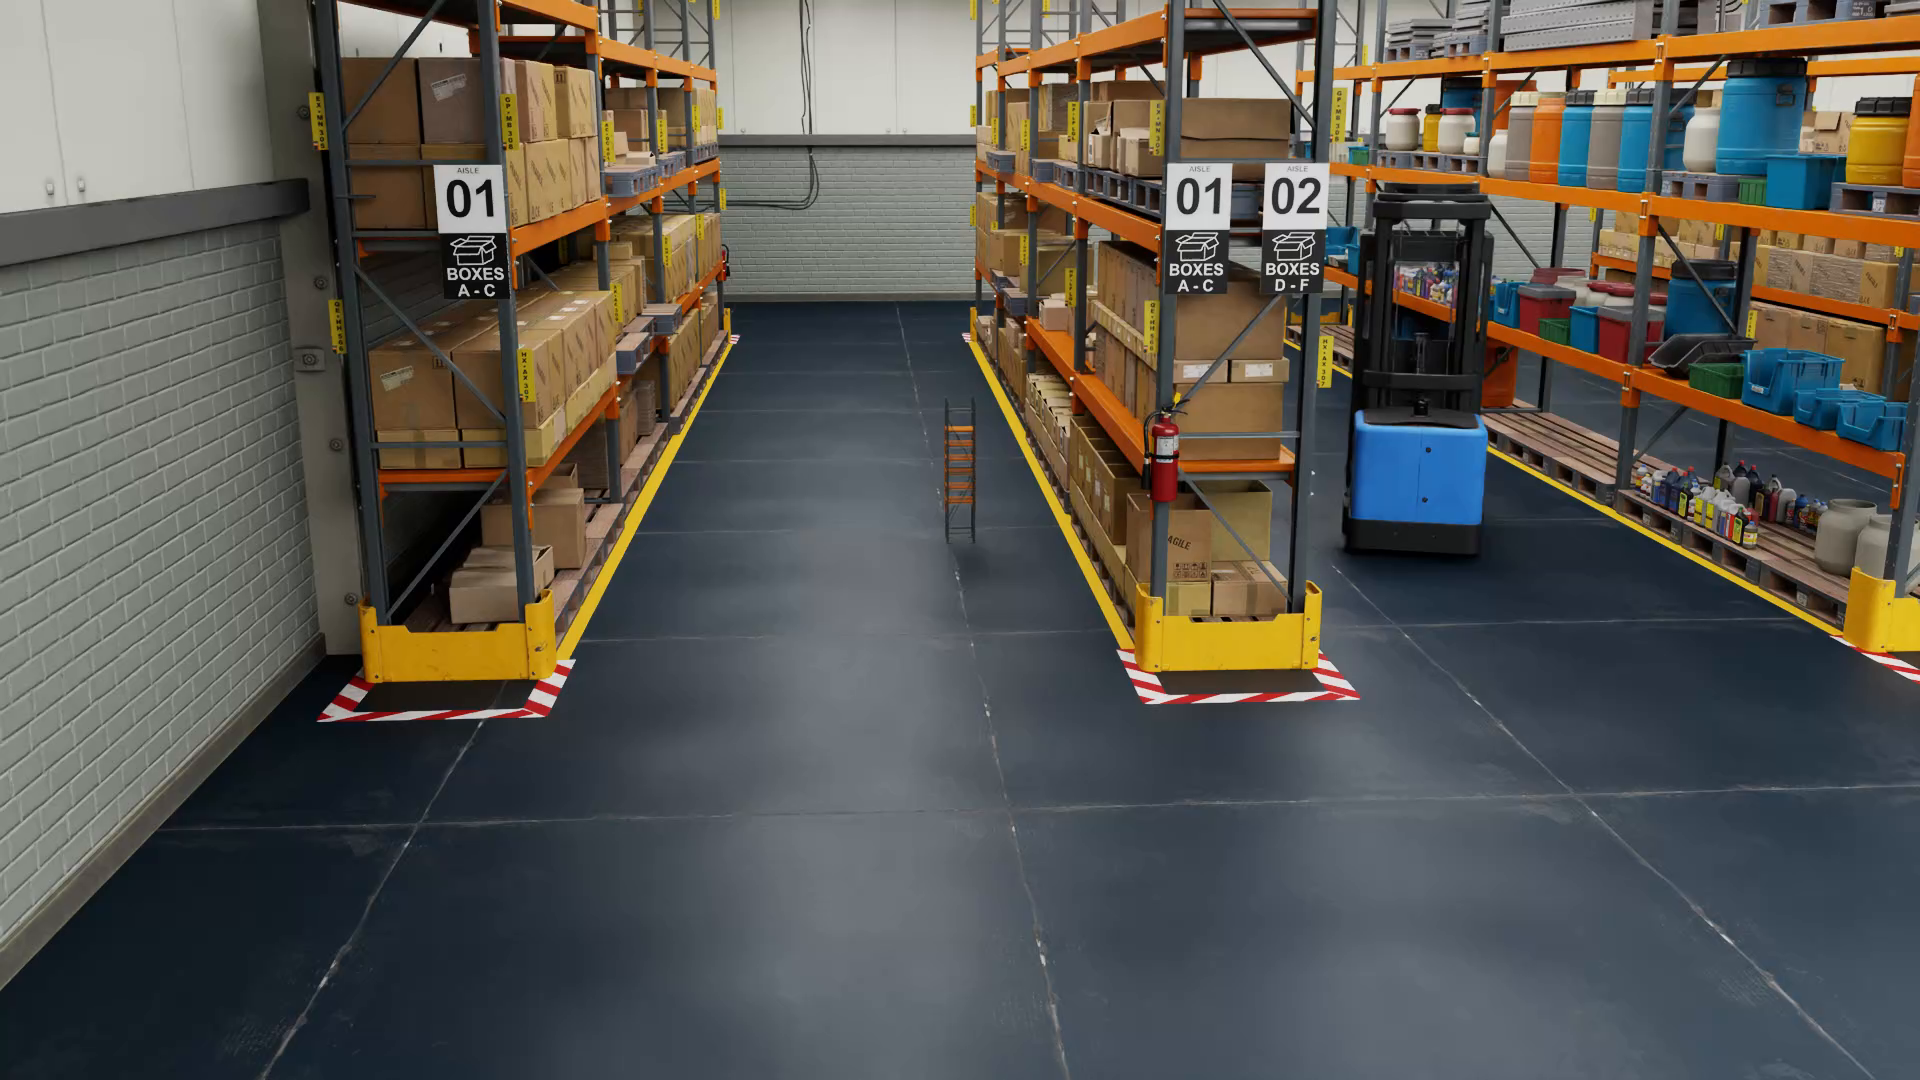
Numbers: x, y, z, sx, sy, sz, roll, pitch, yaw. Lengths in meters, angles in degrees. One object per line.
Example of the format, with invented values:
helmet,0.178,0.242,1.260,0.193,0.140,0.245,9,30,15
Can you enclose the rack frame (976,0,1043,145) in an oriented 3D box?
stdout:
rack frame,0.750,-7.543,25.283,1.000,3.000,0.127,-1,14,-3

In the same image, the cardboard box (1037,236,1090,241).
cardboard box,1.169,-3.456,20.396,0.700,0.500,0.500,-5,15,-18

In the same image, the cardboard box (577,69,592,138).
cardboard box,-3.104,-3.313,12.618,0.500,0.500,0.500,0,14,0

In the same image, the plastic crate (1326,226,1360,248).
plastic crate,5.901,-4.679,26.000,0.616,0.435,0.499,-1,14,-3

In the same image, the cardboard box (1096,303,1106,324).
cardboard box,1.333,-1.884,13.825,0.380,0.149,0.250,-1,14,-3

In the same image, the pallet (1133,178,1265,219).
pallet,1.723,-2.245,10.888,1.003,0.211,1.213,-1,14,-3

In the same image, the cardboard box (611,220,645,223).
cardboard box,-4.102,-3.758,20.268,0.500,0.250,0.500,-1,14,-5

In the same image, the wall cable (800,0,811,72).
wall cable,-1.488,-9.862,30.391,3.097,2.526,0.112,-1,14,-3

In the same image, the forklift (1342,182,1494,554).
forklift,3.974,-1.626,14.463,1.130,2.935,3.031,3,15,12

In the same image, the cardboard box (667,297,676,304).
cardboard box,-3.426,-2.674,18.864,0.380,0.149,0.250,0,14,-2

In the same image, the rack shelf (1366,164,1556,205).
rack shelf,6.066,-4.325,20.241,1.077,0.370,4.000,-1,14,-3

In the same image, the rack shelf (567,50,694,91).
rack shelf,-3.822,-5.431,19.322,1.077,0.370,4.000,-1,14,-3

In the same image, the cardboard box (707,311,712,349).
cardboard box,-3.948,-2.998,23.834,0.700,0.500,0.500,-1,14,-2

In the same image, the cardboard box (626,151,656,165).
cardboard box,-3.384,-3.815,16.952,0.500,0.311,0.500,-1,14,-3

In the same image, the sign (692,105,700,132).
sign,-3.405,-5.432,21.428,0.100,0.325,0.005,-1,14,-3

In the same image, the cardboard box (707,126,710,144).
cardboard box,-3.813,-5.755,23.613,0.500,0.250,0.500,-1,14,-5

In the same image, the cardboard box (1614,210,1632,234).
cardboard box,10.429,-4.976,25.546,0.500,0.500,0.500,-1,14,-5

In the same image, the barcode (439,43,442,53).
barcode,-3.794,-3.596,12.151,0.001,0.075,0.075,-1,14,-3

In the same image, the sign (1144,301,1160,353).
sign,1.199,-1.329,10.372,0.100,0.325,0.005,-1,14,-3

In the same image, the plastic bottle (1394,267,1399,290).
plastic bottle,5.594,-3.343,21.234,0.061,0.283,0.133,-1,14,-3

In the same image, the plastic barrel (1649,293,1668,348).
plastic barrel,6.597,-2.036,15.646,0.433,0.535,0.433,0,14,0

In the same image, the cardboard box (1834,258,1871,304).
cardboard box,10.830,-3.091,19.821,0.500,0.500,0.500,-1,14,-4

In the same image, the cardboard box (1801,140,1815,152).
cardboard box,10.828,-4.957,20.912,0.380,0.149,0.250,-1,15,-6

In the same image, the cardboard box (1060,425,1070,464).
cardboard box,1.182,-0.893,15.026,0.500,0.311,0.500,-1,14,-3

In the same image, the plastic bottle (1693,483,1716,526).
plastic bottle,6.111,-0.299,13.602,0.144,0.351,0.185,-1,14,-4

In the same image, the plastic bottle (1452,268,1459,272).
plastic bottle,6.343,-3.349,21.271,0.152,0.276,0.135,-1,14,-3

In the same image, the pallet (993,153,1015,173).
pallet,1.036,-4.583,20.177,1.213,0.211,1.003,-1,14,-3

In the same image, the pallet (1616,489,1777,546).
pallet,6.438,-0.211,14.421,1.003,0.211,1.213,-1,14,-3

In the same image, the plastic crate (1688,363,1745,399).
plastic crate,6.240,-1.284,13.423,0.450,0.188,0.662,-1,14,-3

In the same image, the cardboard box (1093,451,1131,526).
cardboard box,1.305,-0.395,12.712,0.500,0.500,0.500,-1,14,-3

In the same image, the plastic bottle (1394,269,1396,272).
plastic bottle,5.593,-3.415,21.537,0.097,0.271,0.097,0,14,0

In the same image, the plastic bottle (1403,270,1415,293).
plastic bottle,5.662,-3.249,20.884,0.152,0.276,0.135,-1,14,-3

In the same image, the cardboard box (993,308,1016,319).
cardboard box,0.876,-3.114,24.237,0.797,0.503,0.637,-1,14,-3

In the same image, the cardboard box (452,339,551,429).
cardboard box,-2.932,-1.005,10.667,0.500,0.500,0.500,-1,14,-3

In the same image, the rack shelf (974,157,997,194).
rack shelf,0.874,-5.244,23.814,1.077,0.370,4.000,-1,14,-3

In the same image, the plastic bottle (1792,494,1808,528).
plastic bottle,6.844,-0.242,13.539,0.097,0.271,0.097,0,14,0

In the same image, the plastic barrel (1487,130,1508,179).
plastic barrel,5.903,-4.148,17.885,0.421,0.512,0.421,0,14,0

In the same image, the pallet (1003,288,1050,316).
pallet,1.134,-2.723,18.973,1.213,0.211,1.003,-1,14,-3

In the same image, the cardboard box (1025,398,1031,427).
cardboard box,0.985,-1.385,18.065,0.500,0.250,0.500,-1,14,-4

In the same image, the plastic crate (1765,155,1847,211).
plastic crate,6.267,-2.648,12.312,0.392,0.384,0.575,-1,14,-3

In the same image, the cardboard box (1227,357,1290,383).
cardboard box,1.932,-1.122,10.864,0.380,0.149,0.250,-1,14,-4

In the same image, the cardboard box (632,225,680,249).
cardboard box,-3.538,-3.511,19.309,0.500,0.250,0.500,-1,14,-3

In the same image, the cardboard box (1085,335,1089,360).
cardboard box,1.256,-1.804,15.287,0.396,0.266,0.258,-1,14,-5

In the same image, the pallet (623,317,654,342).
pallet,-3.535,-1.986,16.110,1.003,0.211,1.213,-1,14,-3

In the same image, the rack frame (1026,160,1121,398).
rack frame,1.246,-2.648,18.298,1.000,3.000,0.127,-1,14,-3

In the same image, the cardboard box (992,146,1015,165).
cardboard box,0.702,-5.140,22.264,0.500,0.250,0.500,-1,14,-3

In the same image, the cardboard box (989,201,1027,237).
cardboard box,0.674,-4.425,22.996,0.500,0.500,0.500,-1,14,-5

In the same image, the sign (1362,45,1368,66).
sign,6.242,-7.475,25.666,0.100,0.325,0.005,-1,14,-3

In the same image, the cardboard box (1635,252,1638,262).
cardboard box,10.412,-4.255,25.047,0.380,0.149,0.250,-1,14,-4

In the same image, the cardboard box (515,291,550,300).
cardboard box,-3.630,-1.756,13.587,0.500,0.500,0.500,-1,14,-5

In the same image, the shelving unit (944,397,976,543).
shelving unit,0.001,-0.577,13.863,0.258,1.200,0.189,-1,14,-3

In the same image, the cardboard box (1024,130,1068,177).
cardboard box,1.185,-4.257,18.332,0.910,0.500,0.500,-1,14,-3

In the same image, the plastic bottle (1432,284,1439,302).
plastic bottle,5.699,-2.953,19.882,0.097,0.201,0.097,0,14,0

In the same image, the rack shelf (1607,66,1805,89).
rack shelf,10.761,-6.655,24.080,1.077,0.370,4.000,-1,14,-3

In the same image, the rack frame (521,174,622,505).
rack frame,-3.450,-1.576,14.131,1.000,3.000,0.127,-1,14,-3

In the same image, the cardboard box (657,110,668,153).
cardboard box,-3.902,-4.922,20.031,0.700,0.500,0.500,-1,14,-4
